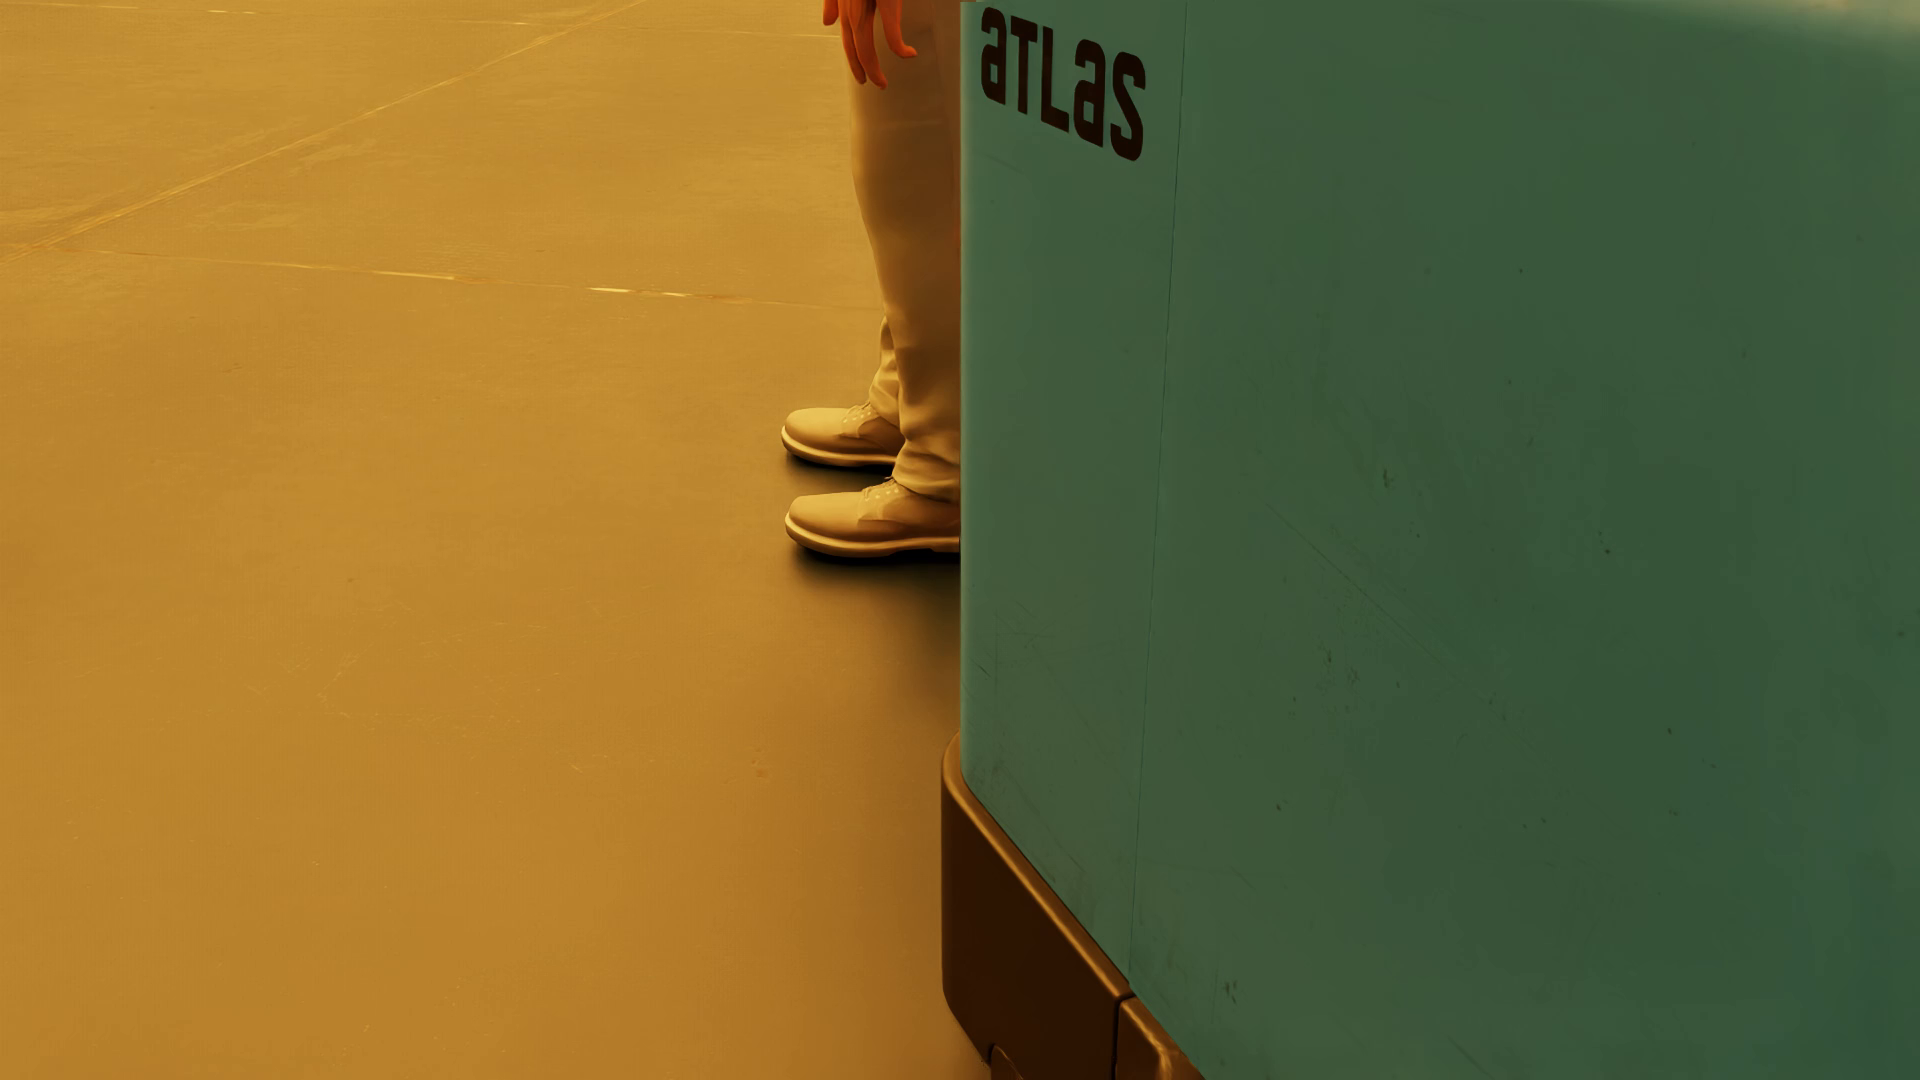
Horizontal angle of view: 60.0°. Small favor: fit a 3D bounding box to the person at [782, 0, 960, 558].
[{"bbox_3d":[-0.073,-0.815,2.121,0.575,1.781,0.640,6,27,11],"label":"person"}]
